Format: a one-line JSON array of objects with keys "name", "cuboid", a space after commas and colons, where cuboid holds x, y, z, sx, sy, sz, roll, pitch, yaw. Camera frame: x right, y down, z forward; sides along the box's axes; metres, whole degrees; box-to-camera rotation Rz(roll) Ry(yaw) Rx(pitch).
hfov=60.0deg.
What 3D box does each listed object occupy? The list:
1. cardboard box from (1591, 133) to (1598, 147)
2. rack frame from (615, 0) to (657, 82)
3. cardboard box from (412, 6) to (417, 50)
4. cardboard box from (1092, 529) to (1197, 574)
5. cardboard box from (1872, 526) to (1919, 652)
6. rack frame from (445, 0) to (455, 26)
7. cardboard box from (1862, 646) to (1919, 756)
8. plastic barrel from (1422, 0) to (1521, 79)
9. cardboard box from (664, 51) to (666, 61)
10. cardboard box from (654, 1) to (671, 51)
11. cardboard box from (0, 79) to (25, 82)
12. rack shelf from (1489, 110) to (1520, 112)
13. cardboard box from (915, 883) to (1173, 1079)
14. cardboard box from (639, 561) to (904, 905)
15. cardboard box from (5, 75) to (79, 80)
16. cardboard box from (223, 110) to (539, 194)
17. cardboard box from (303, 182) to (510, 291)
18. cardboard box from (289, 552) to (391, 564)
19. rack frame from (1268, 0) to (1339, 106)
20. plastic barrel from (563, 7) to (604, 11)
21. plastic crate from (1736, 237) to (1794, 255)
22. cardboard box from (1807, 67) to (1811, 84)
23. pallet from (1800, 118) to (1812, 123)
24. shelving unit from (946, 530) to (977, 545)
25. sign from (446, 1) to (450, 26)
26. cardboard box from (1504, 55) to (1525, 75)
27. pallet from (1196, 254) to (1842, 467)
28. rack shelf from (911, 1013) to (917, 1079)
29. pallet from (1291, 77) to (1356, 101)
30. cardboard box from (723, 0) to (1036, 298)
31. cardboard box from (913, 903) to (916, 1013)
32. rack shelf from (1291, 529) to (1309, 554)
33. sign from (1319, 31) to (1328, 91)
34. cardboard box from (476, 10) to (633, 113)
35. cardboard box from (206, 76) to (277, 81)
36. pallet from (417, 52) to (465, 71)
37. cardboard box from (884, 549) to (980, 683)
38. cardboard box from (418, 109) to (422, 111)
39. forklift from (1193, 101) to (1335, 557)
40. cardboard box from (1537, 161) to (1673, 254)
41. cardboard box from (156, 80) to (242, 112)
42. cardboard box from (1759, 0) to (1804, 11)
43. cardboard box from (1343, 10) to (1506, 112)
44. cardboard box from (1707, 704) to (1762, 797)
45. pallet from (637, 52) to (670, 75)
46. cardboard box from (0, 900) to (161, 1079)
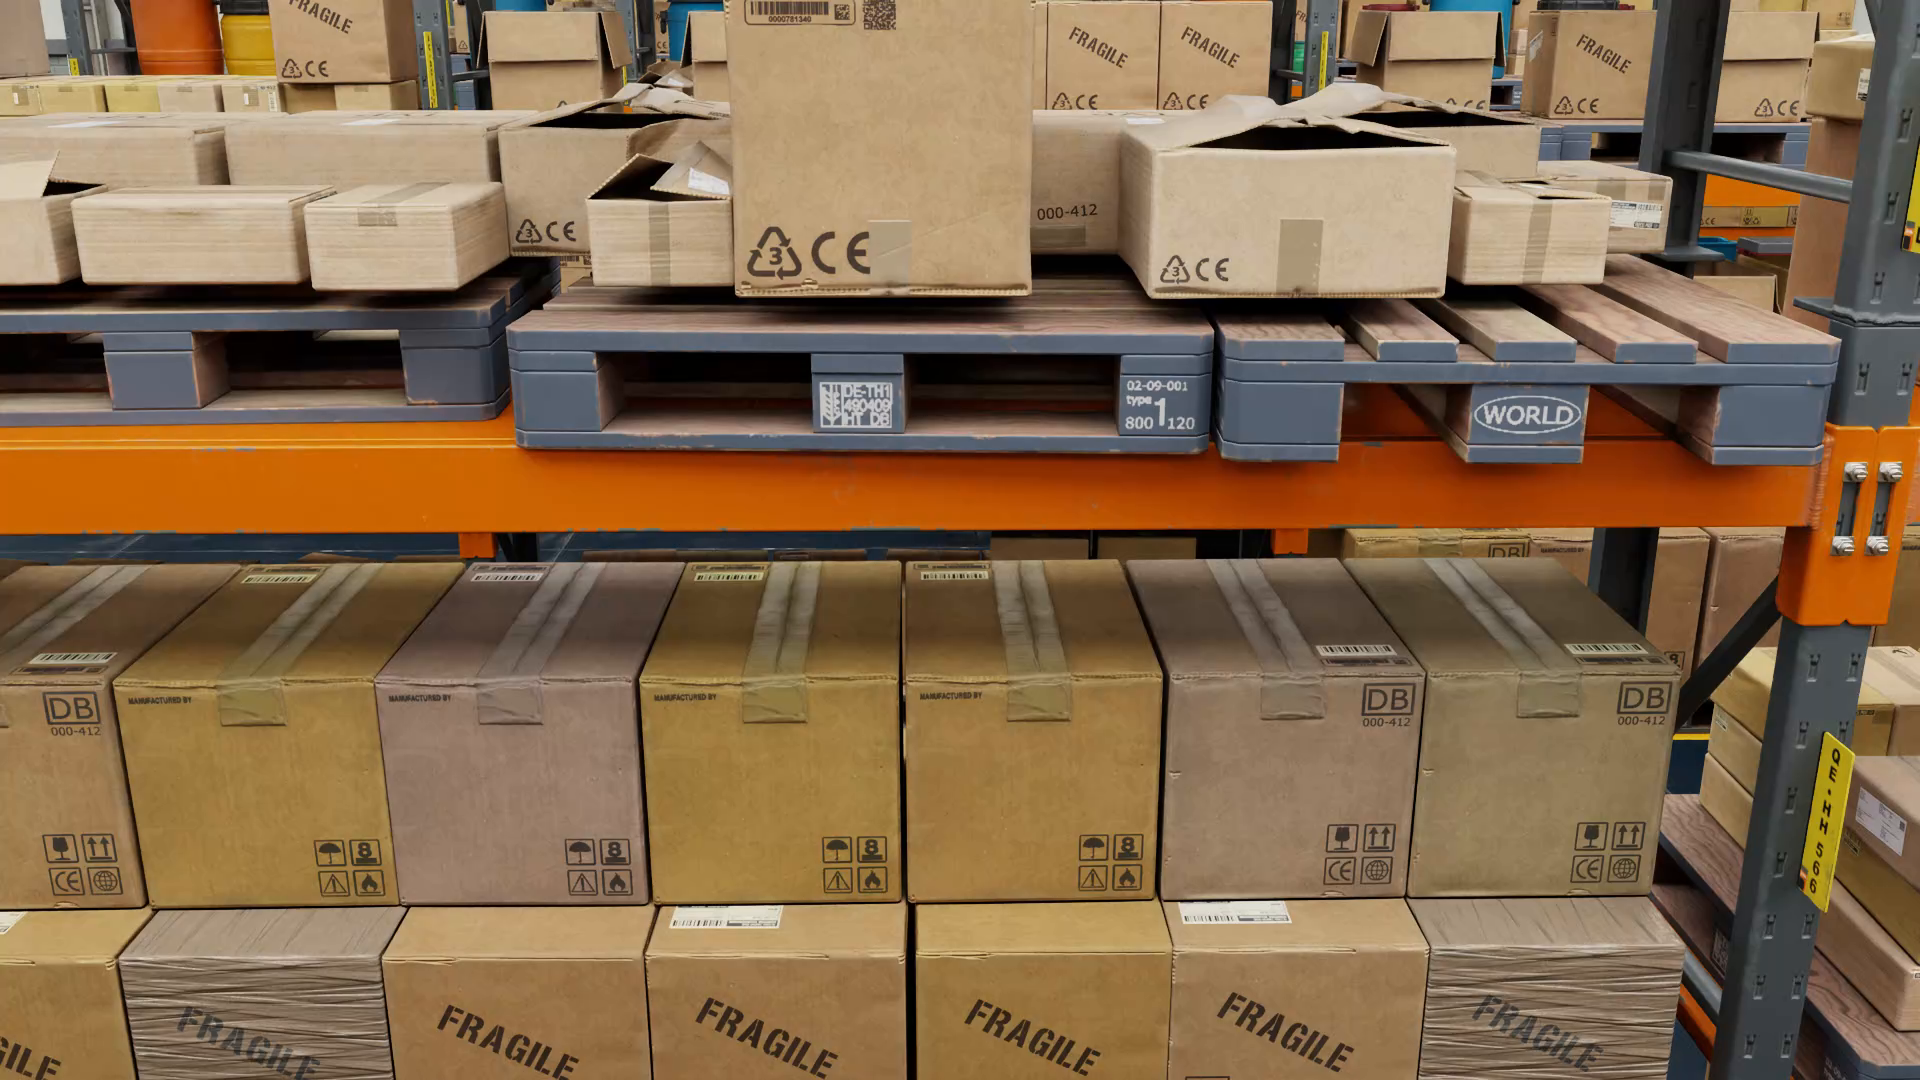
[{"name": "cardboard box", "cuboid": [6.463, -4.094, 17.599, 0.500, 0.500, 0.500, -1, 18, -3]}, {"name": "rack frame", "cuboid": [-2.453, -4.957, 12.267, 0.127, 3.000, 1.000, 0, 18, -1]}, {"name": "cardboard box", "cuboid": [-5.953, -5.339, 17.285, 0.637, 0.503, 0.797, 1, 18, 3]}, {"name": "cardboard box", "cuboid": [0.955, 0.029, 8.690, 0.500, 0.250, 0.500, 0, 18, 1]}, {"name": "cardboard box", "cuboid": [4.984, 0.195, 8.820, 0.875, 0.875, 1.225, 0, 18, -1]}, {"name": "rack frame", "cuboid": [-6.609, -7.963, 21.640, 0.127, 3.000, 1.000, 0, 18, -1]}, {"name": "cardboard box", "cuboid": [2.335, 0.402, 4.133, 0.250, 0.149, 0.380, 0, 18, -2]}, {"name": "plastic barrel", "cuboid": [3.841, -3.951, 12.534, 0.708, 0.901, 0.600, 0, 18, -1]}, {"name": "cardboard box", "cuboid": [-4.147, -6.675, 22.339, 0.500, 0.500, 0.500, 0, 18, -1]}, {"name": "cardboard box", "cuboid": [-3.036, -5.434, 17.584, 0.500, 0.500, 0.500, 1, 18, 4]}, {"name": "cardboard box", "cuboid": [-4.546, -2.057, 7.731, 0.250, 0.149, 0.380, 0, 18, -1]}, {"name": "rack shelf", "cuboid": [3.546, -3.215, 12.926, 4.000, 0.370, 1.077, 0, 18, -1]}, {"name": "cardboard box", "cuboid": [0.157, 0.950, 3.513, 0.500, 0.500, 0.500, -1, 18, -2]}, {"name": "cardboard box", "cuboid": [-0.377, 0.393, 3.612, 0.500, 0.500, 0.700, 0, 18, -1]}, {"name": "cardboard box", "cuboid": [-4.526, -2.203, 8.186, 0.250, 0.149, 0.380, -1, 18, -4]}, {"name": "cardboard box", "cuboid": [-1.167, -0.750, 3.457, 0.500, 0.250, 0.500, 0, 18, -1]}, {"name": "cardboard box", "cuboid": [-0.993, -0.556, 3.018, 0.250, 0.149, 0.380, 0, 18, -1]}, {"name": "cardboard box", "cuboid": [-3.348, 0.398, 8.802, 0.500, 0.500, 0.500, 6, 19, 17]}, {"name": "rack frame", "cuboid": [1.624, -3.463, 7.612, 0.127, 3.000, 1.000, 0, 18, -1]}, {"name": "plastic barrel", "cuboid": [-2.887, -3.840, 12.825, 0.421, 0.512, 0.421, 0, 18, 0]}, {"name": "plastic crate", "cuboid": [6.442, -2.125, 13.060, 0.583, 0.464, 0.402, 0, 18, -1]}, {"name": "cardboard box", "cuboid": [4.525, -2.234, 8.149, 0.500, 0.311, 0.500, -1, 18, -3]}, {"name": "pallet", "cuboid": [4.708, -1.944, 8.099, 1.217, 0.209, 0.805, -1, 18, -3]}, {"name": "shelving unit", "cuboid": [0.008, -0.429, 11.410, 0.210, 0.900, 0.258, 0, 18, -1]}, {"name": "sign", "cuboid": [-6.601, -6.785, 21.448, 0.005, 0.325, 0.100, 0, 18, -1]}, {"name": "cardboard box", "cuboid": [5.961, -4.935, 17.356, 0.500, 0.250, 0.500, 0, 18, -1]}, {"name": "pallet", "cuboid": [0.959, -0.410, 3.315, 1.003, 0.211, 1.213, 1, 18, 2]}, {"name": "rack shelf", "cuboid": [-0.398, 1.261, 3.884, 4.000, 0.370, 1.077, 0, 18, -1]}, {"name": "pallet", "cuboid": [2.312, -3.432, 12.733, 1.213, 0.211, 1.003, 0, 18, -1]}, {"name": "cardboard box", "cuboid": [-0.132, -0.721, 2.959, 0.500, 0.500, 0.500, 0, 18, -1]}, {"name": "cardboard box", "cuboid": [0.136, 0.786, 4.022, 0.500, 0.500, 0.500, 0, 18, -1]}, {"name": "rack shelf", "cuboid": [3.624, -0.274, 8.668, 4.000, 0.370, 1.077, 0, 18, -1]}, {"name": "sign", "cuboid": [1.631, -2.115, 7.474, 0.005, 0.325, 0.100, 0, 18, -1]}, {"name": "cardboard box", "cuboid": [-1.904, -2.237, 7.843, 0.637, 0.503, 0.797, -1, 18, -4]}, {"name": "cardboard box", "cuboid": [-3.487, -2.195, 8.163, 0.250, 0.149, 0.380, 0, 18, 1]}, {"name": "pallet", "cuboid": [-5.820, -4.975, 17.381, 1.213, 0.211, 1.003, 0, 18, -1]}, {"name": "cardboard box", "cuboid": [-0.167, 0.395, 8.778, 0.500, 0.500, 0.700, 1, 18, 4]}, {"name": "cardboard box", "cuboid": [-2.829, -2.020, 8.270, 0.500, 0.250, 0.500, -1, 18, -3]}, {"name": "forklift", "cuboid": [2.593, -1.380, 11.051, 3.031, 2.935, 1.130, 0, 18, 1]}, {"name": "cardboard box", "cuboid": [1.265, -0.695, 3.452, 0.250, 0.149, 0.380, -1, 18, -3]}, {"name": "cardboard box", "cuboid": [-3.489, -2.034, 7.660, 0.250, 0.149, 0.380, -1, 18, -3]}, {"name": "cardboard box", "cuboid": [8.456, -5.639, 17.504, 0.500, 0.500, 0.700, 0, 18, -1]}, {"name": "cardboard box", "cuboid": [2.233, -2.309, 8.068, 0.637, 0.503, 0.797, 1, 18, 2]}, {"name": "cardboard box", "cuboid": [2.088, 0.545, 4.174, 0.250, 0.149, 0.380, 0, 18, 0]}, {"name": "pallet", "cuboid": [-3.380, -4.987, 17.418, 1.213, 0.211, 1.003, 0, 18, -1]}, {"name": "cardboard box", "cuboid": [-1.868, 0.960, 3.481, 0.500, 0.500, 0.500, 0, 18, 0]}]
